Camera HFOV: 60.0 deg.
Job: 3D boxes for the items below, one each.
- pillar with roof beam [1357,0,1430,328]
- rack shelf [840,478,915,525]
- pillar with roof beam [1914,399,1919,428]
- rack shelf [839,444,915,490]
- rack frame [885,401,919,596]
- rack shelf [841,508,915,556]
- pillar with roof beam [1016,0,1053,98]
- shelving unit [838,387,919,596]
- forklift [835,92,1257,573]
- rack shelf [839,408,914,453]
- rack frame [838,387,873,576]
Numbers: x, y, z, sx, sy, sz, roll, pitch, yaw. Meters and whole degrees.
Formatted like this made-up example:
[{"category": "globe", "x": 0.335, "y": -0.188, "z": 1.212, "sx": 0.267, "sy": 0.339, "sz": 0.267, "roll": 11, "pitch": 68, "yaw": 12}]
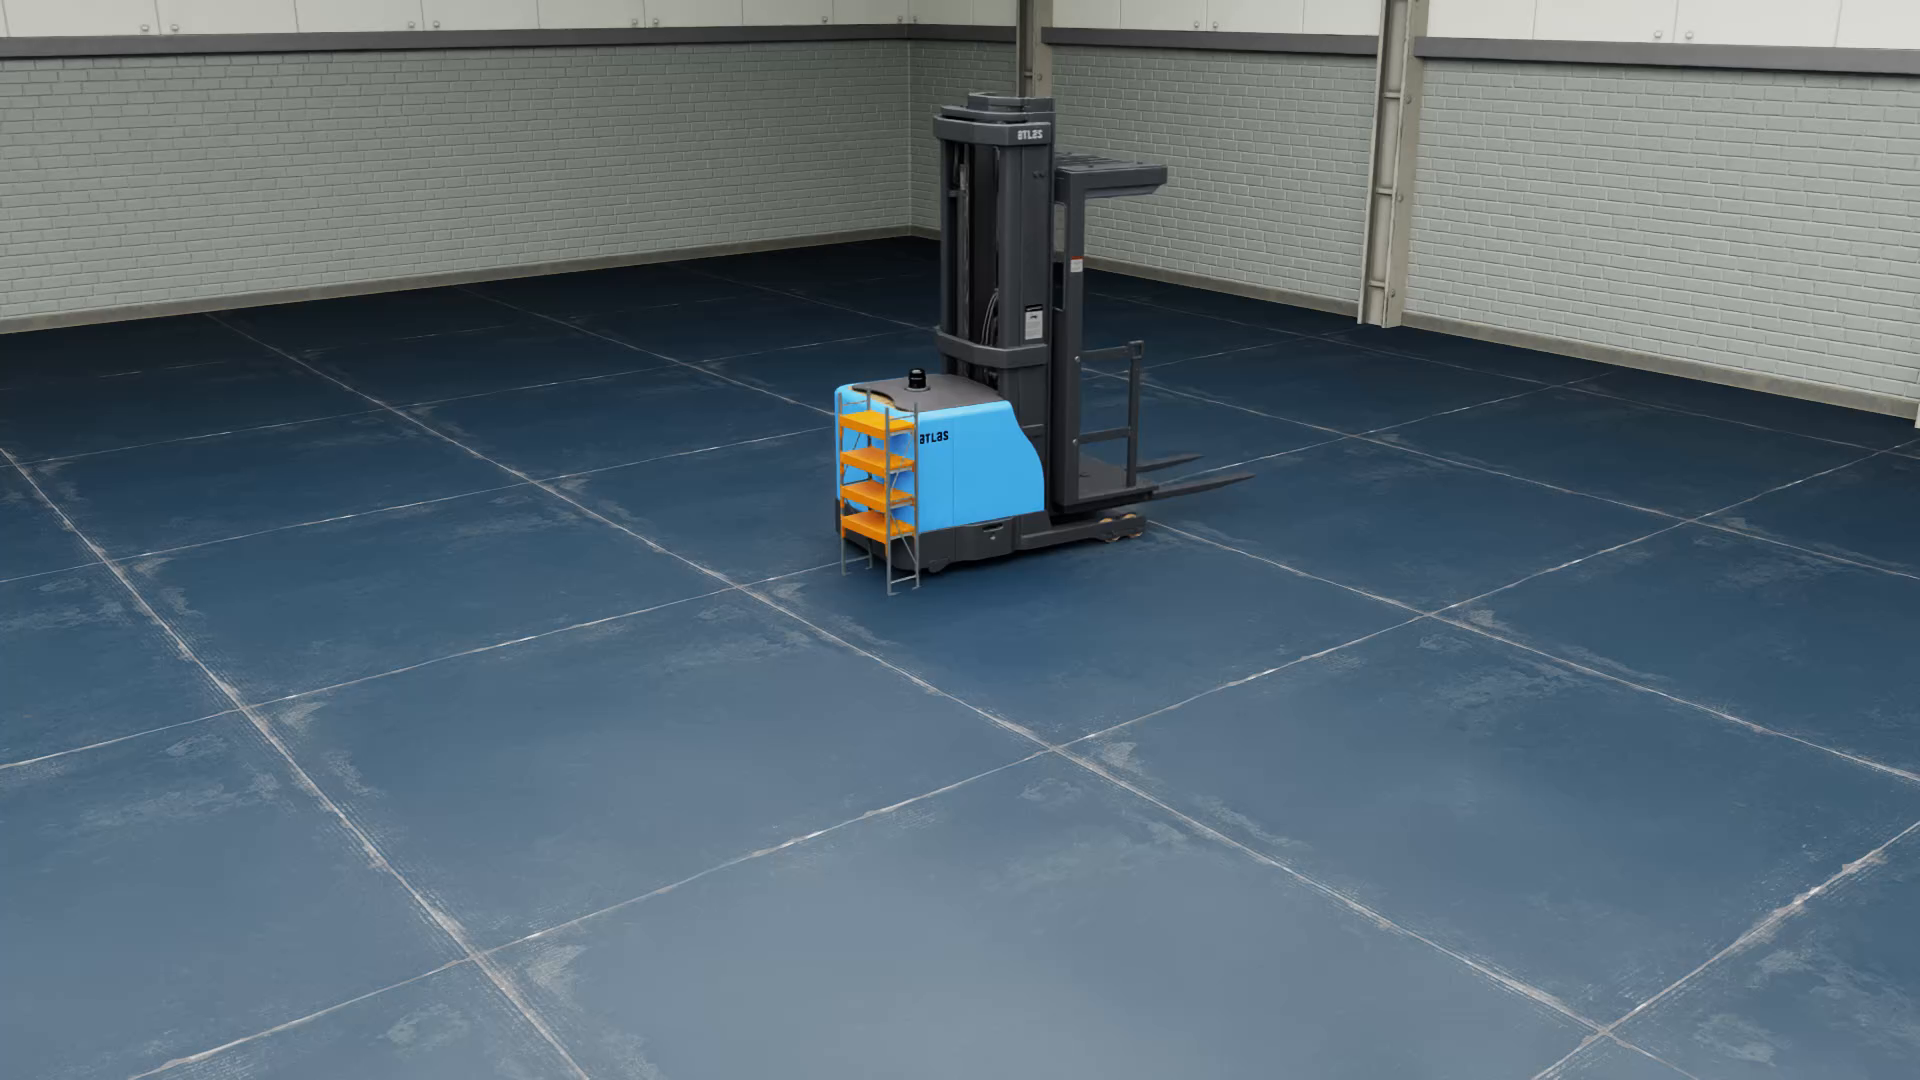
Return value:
[{"category": "pillar with roof beam", "x": 1.344, "y": -5.862, "z": 14.749, "sx": 9.100, "sy": 9.000, "sz": 0.400, "roll": -14, "pitch": 23, "yaw": -36}, {"category": "rack shelf", "x": -0.507, "y": -0.242, "z": 10.397, "sx": 0.258, "sy": 0.148, "sz": 0.480, "roll": -14, "pitch": 23, "yaw": -37}, {"category": "pillar with roof beam", "x": 5.070, "y": -4.383, "z": 10.284, "sx": 9.100, "sy": 9.000, "sz": 0.400, "roll": -14, "pitch": 23, "yaw": -36}, {"category": "rack shelf", "x": -0.506, "y": -0.454, "z": 10.327, "sx": 0.258, "sy": 0.148, "sz": 0.480, "roll": -14, "pitch": 23, "yaw": -37}, {"category": "rack frame", "x": -0.352, "y": -0.246, "z": 10.196, "sx": 0.240, "sy": 1.200, "sz": 0.015, "roll": -14, "pitch": 23, "yaw": -37}, {"category": "rack shelf", "x": -0.507, "y": -0.053, "z": 10.459, "sx": 0.258, "sy": 0.148, "sz": 0.480, "roll": -14, "pitch": 23, "yaw": -37}, {"category": "pillar with roof beam", "x": -2.381, "y": -7.340, "z": 19.214, "sx": 9.100, "sy": 9.000, "sz": 0.400, "roll": -14, "pitch": 23, "yaw": -36}, {"category": "shelving unit", "x": -0.506, "y": -0.306, "z": 10.376, "sx": 0.258, "sy": 1.200, "sz": 0.503, "roll": -14, "pitch": 23, "yaw": -37}, {"category": "forklift", "x": 0.686, "y": -1.503, "z": 11.240, "sx": 3.031, "sy": 2.935, "sz": 1.130, "roll": -10, "pitch": 21, "yaw": -29}, {"category": "rack shelf", "x": -0.506, "y": -0.679, "z": 10.253, "sx": 0.258, "sy": 0.148, "sz": 0.480, "roll": -14, "pitch": 23, "yaw": -37}, {"category": "rack frame", "x": -0.660, "y": -0.365, "z": 10.556, "sx": 0.240, "sy": 1.200, "sz": 0.015, "roll": -14, "pitch": 23, "yaw": -37}]
